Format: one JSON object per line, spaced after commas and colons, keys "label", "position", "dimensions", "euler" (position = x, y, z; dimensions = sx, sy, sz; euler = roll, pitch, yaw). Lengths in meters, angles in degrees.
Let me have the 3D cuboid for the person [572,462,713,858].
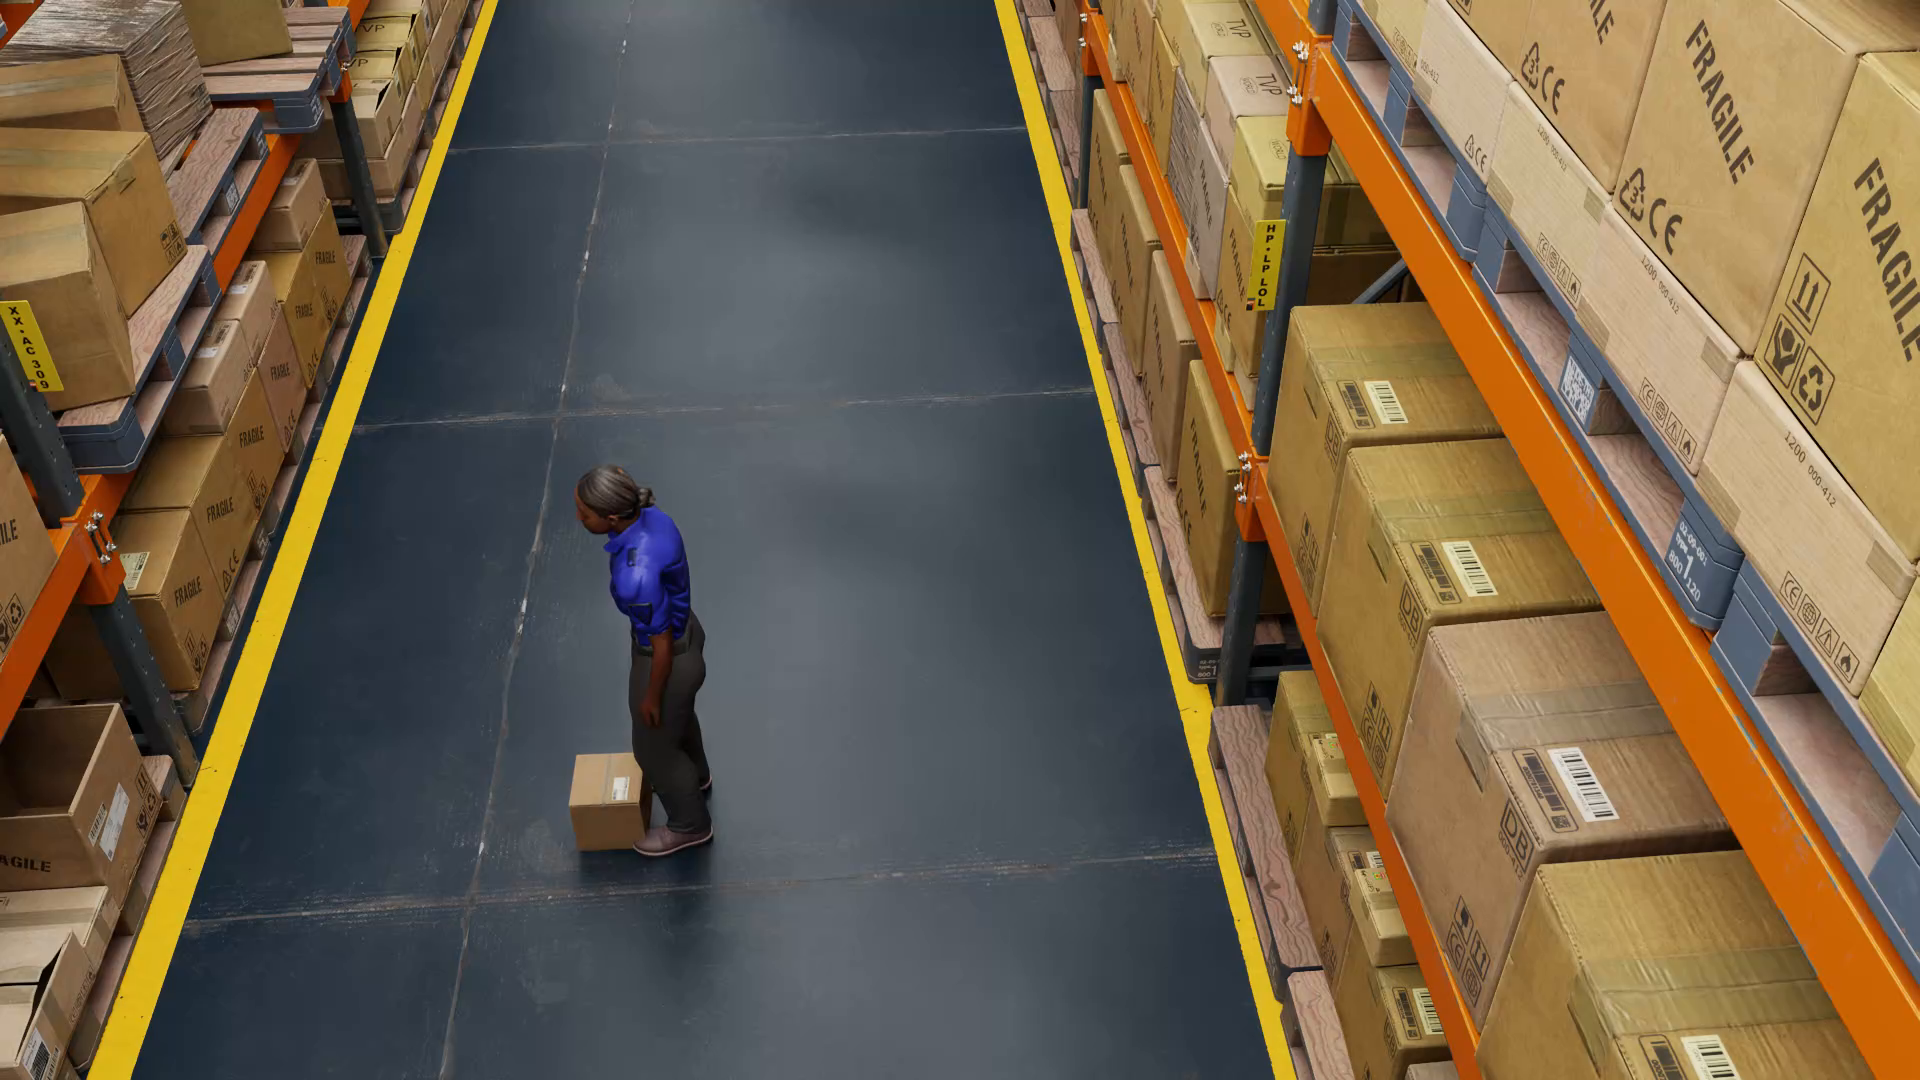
{"label": "person", "position": [-1.048, 0.393, 5.679], "dimensions": [0.347, 1.655, 0.507], "euler": [-3, 39, -4]}
